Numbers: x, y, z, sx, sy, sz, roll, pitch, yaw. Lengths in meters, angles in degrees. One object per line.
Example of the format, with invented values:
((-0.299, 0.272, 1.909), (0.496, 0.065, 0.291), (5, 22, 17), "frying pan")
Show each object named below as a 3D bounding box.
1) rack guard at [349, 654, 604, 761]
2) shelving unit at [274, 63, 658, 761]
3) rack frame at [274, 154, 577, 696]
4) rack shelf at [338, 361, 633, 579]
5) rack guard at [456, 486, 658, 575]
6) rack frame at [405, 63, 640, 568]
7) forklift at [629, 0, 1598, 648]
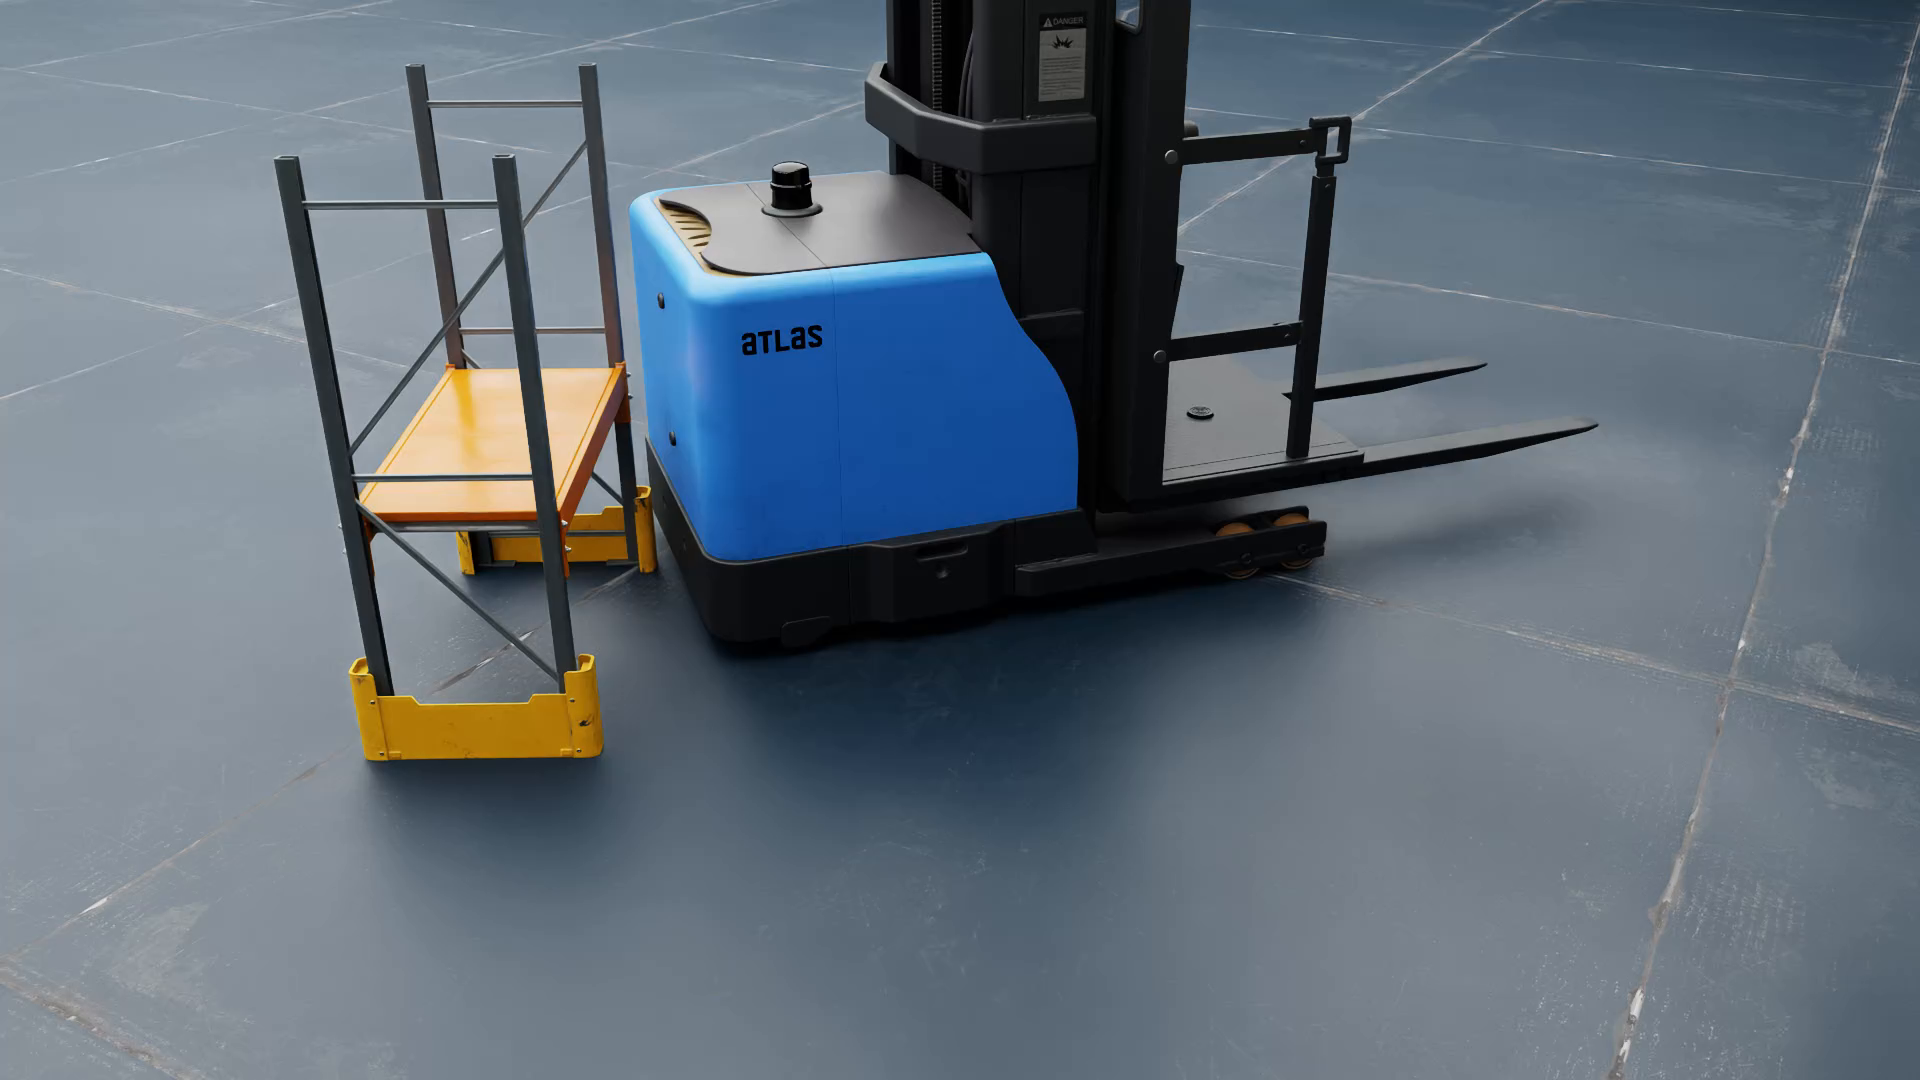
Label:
((-1.197, 0.417, 4.138), (0.587, 0.250, 0.087), (-1, 27, -1), "rack guard")
((-1.210, -0.365, 4.303), (0.587, 1.500, 1.083), (-1, 27, -1), "shelving unit")
((-1.197, -0.141, 3.857), (0.500, 1.500, 0.032), (-1, 27, -1), "rack frame")
((-1.210, -0.208, 4.392), (0.538, 0.185, 1.000), (-1, 27, -1), "rack shelf")
((-1.222, -0.029, 5.028), (0.587, 0.250, 0.087), (-1, 27, -1), "rack guard")
((-1.223, -0.596, 4.766), (0.500, 1.500, 0.032), (-1, 27, -1), "rack frame")
((0.585, -1.405, 4.783), (3.031, 2.935, 1.130), (-9, 28, -18), "forklift")
